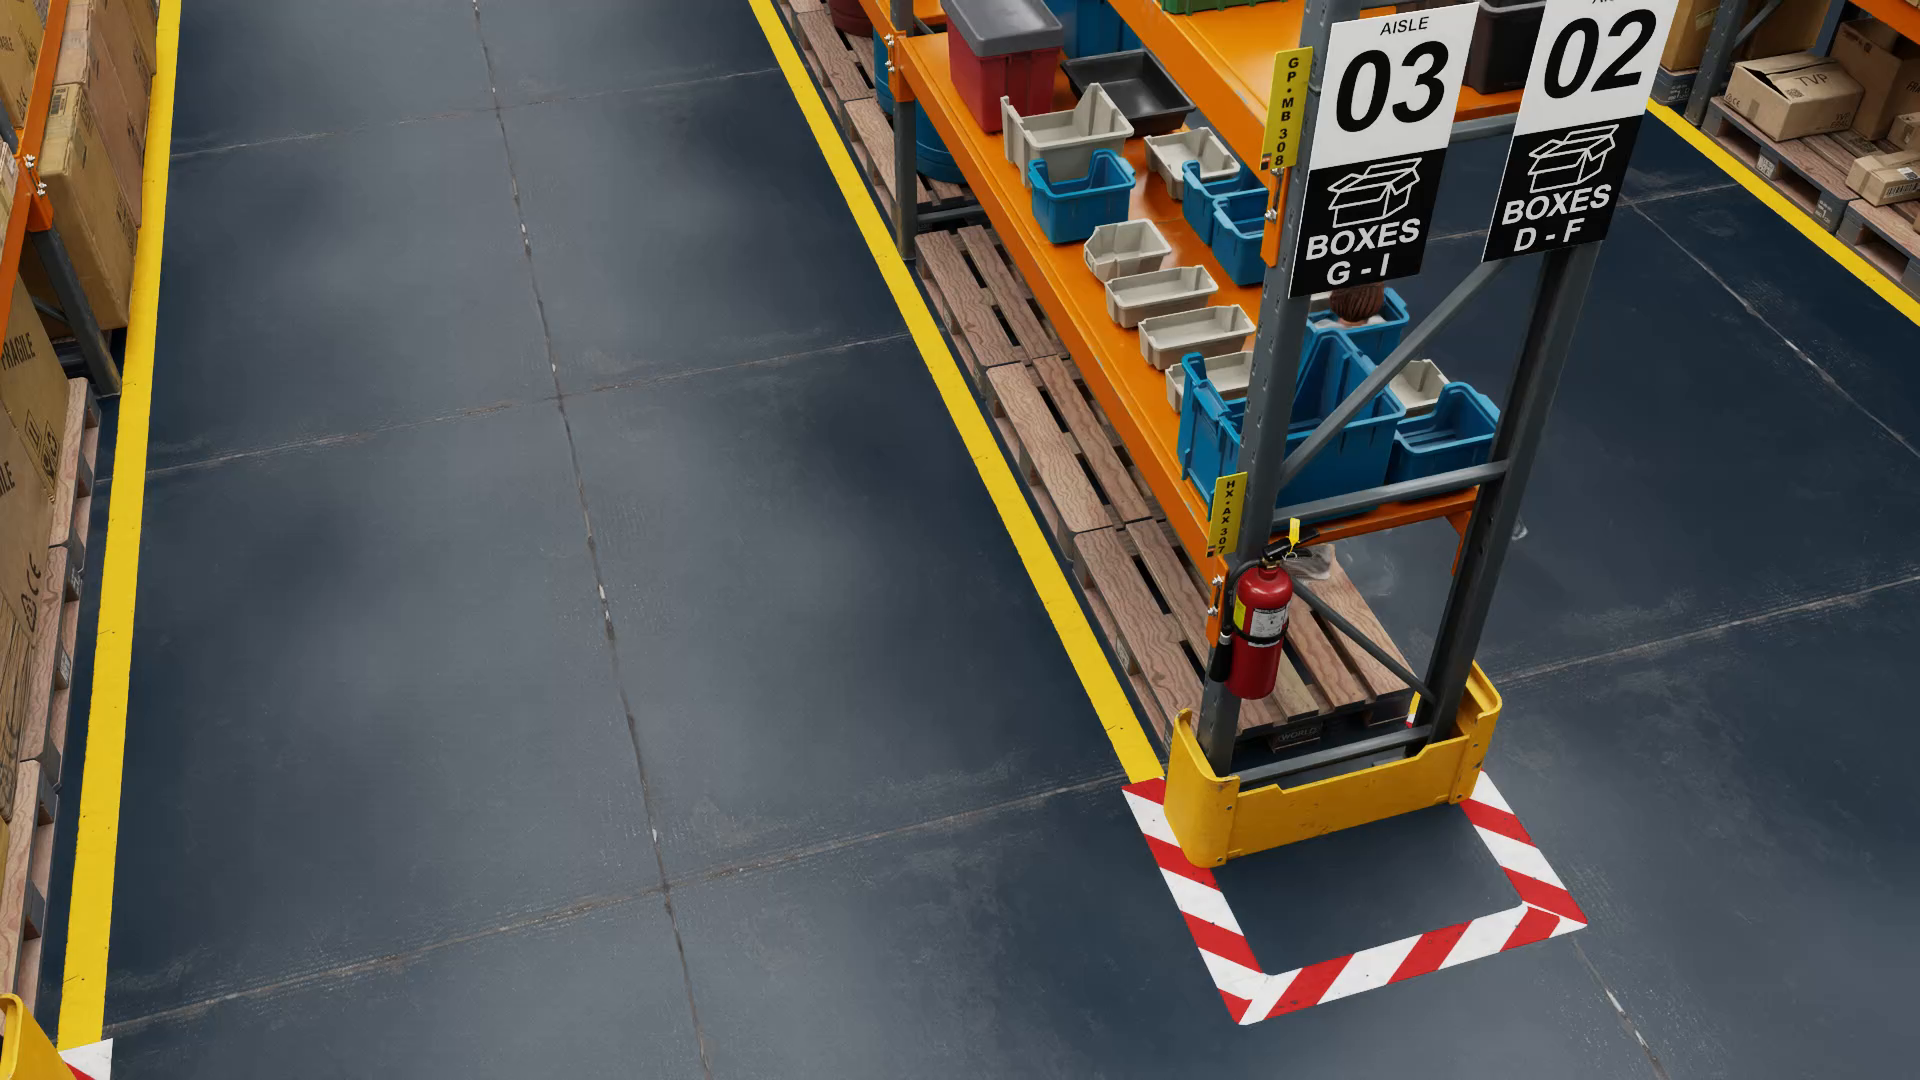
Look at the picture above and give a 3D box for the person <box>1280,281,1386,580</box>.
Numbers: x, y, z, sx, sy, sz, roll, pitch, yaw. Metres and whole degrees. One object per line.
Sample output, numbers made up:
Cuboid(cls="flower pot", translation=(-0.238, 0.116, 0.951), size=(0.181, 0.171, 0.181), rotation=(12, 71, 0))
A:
Cuboid(cls="person", translation=(1.362, -0.419, 6.424), size=(0.467, 1.608, 0.362), rotation=(-12, 44, -13))
